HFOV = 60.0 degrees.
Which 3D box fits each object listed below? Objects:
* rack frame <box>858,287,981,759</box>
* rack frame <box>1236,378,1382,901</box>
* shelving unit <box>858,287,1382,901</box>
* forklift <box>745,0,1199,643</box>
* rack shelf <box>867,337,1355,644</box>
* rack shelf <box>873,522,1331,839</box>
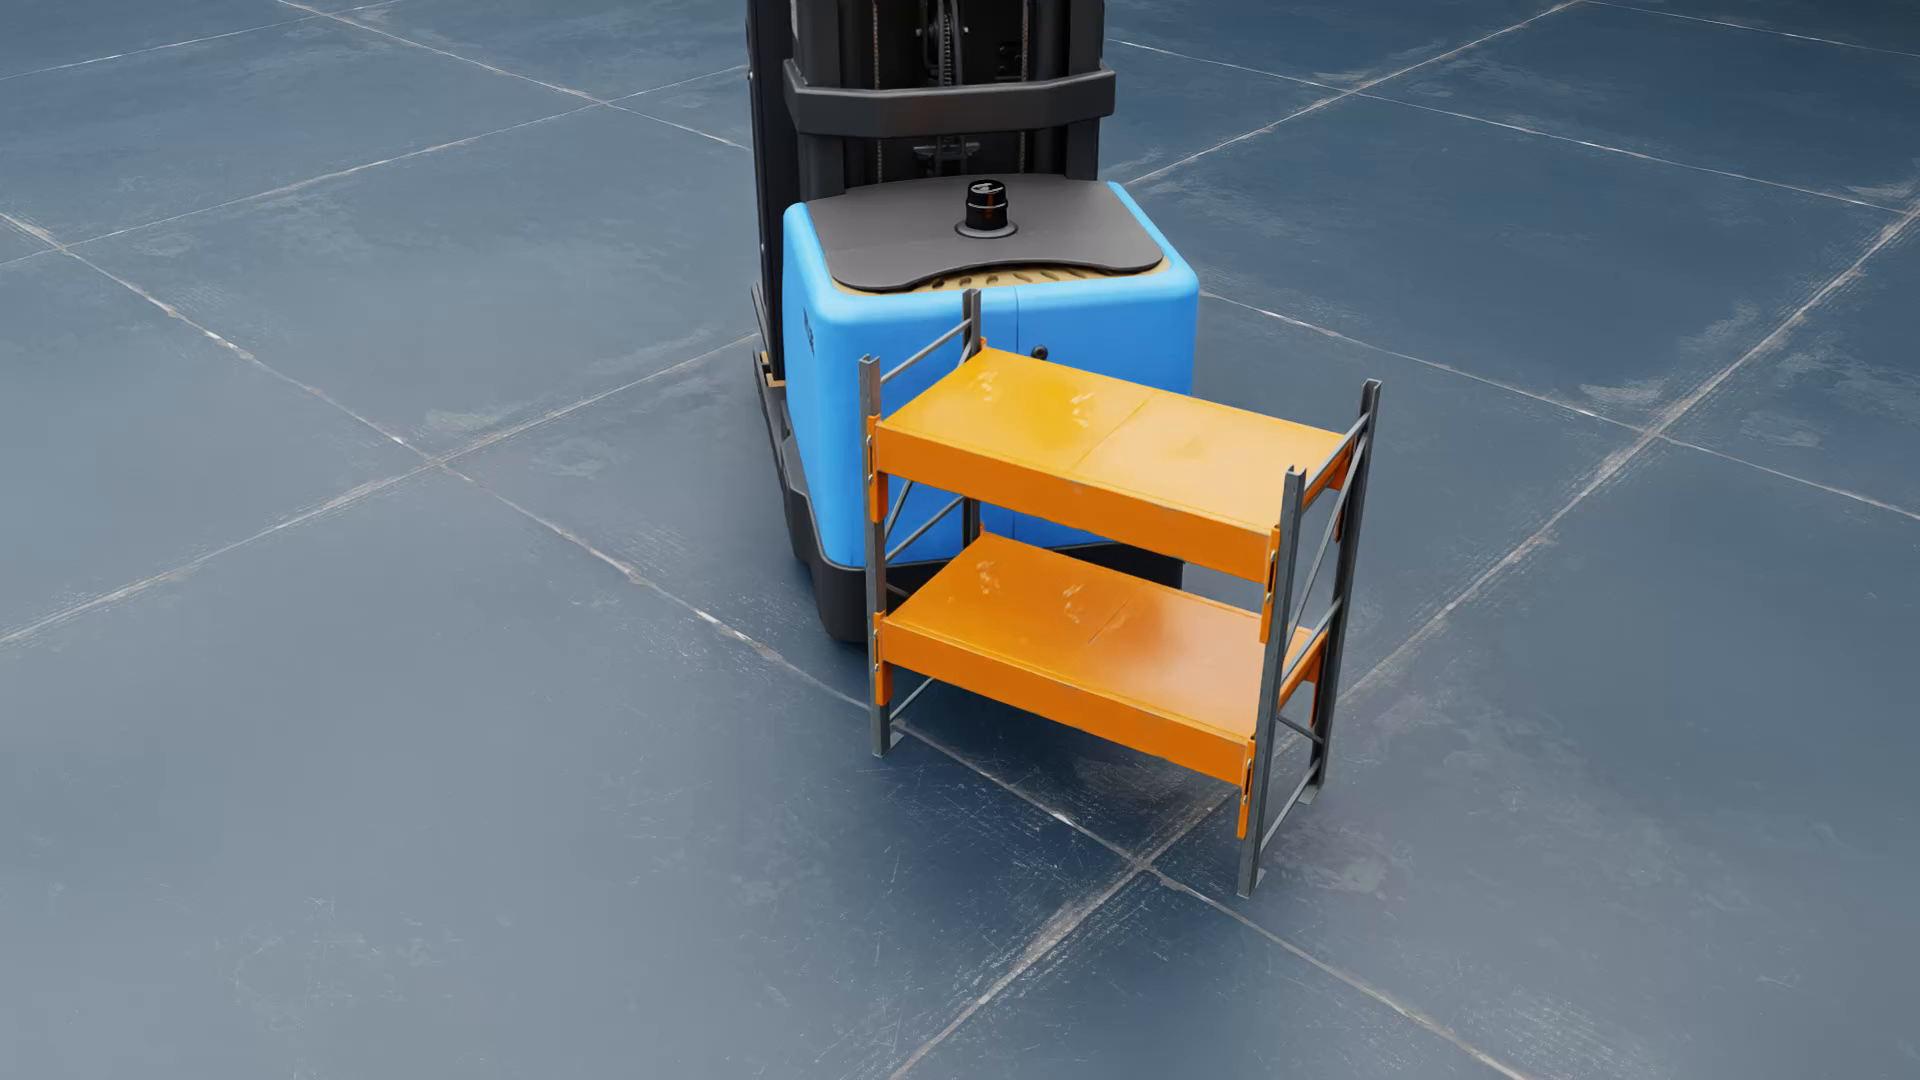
[{"bbox_3d":[-0.088,-0.029,4.207,0.032,1.125,0.500,17,35,26],"label":"rack frame"},{"bbox_3d":[0.785,0.241,3.760,0.032,1.125,0.500,17,35,26],"label":"rack frame"},{"bbox_3d":[0.348,0.106,3.983,1.048,1.125,0.538,17,35,26],"label":"shelving unit"},{"bbox_3d":[-0.148,-1.717,5.260,1.130,2.935,3.031,-6,32,-10],"label":"forklift"},{"bbox_3d":[0.348,-0.145,3.832,1.000,0.278,0.538,17,35,26],"label":"rack shelf"},{"bbox_3d":[0.348,0.316,4.109,1.000,0.278,0.538,17,35,26],"label":"rack shelf"}]
